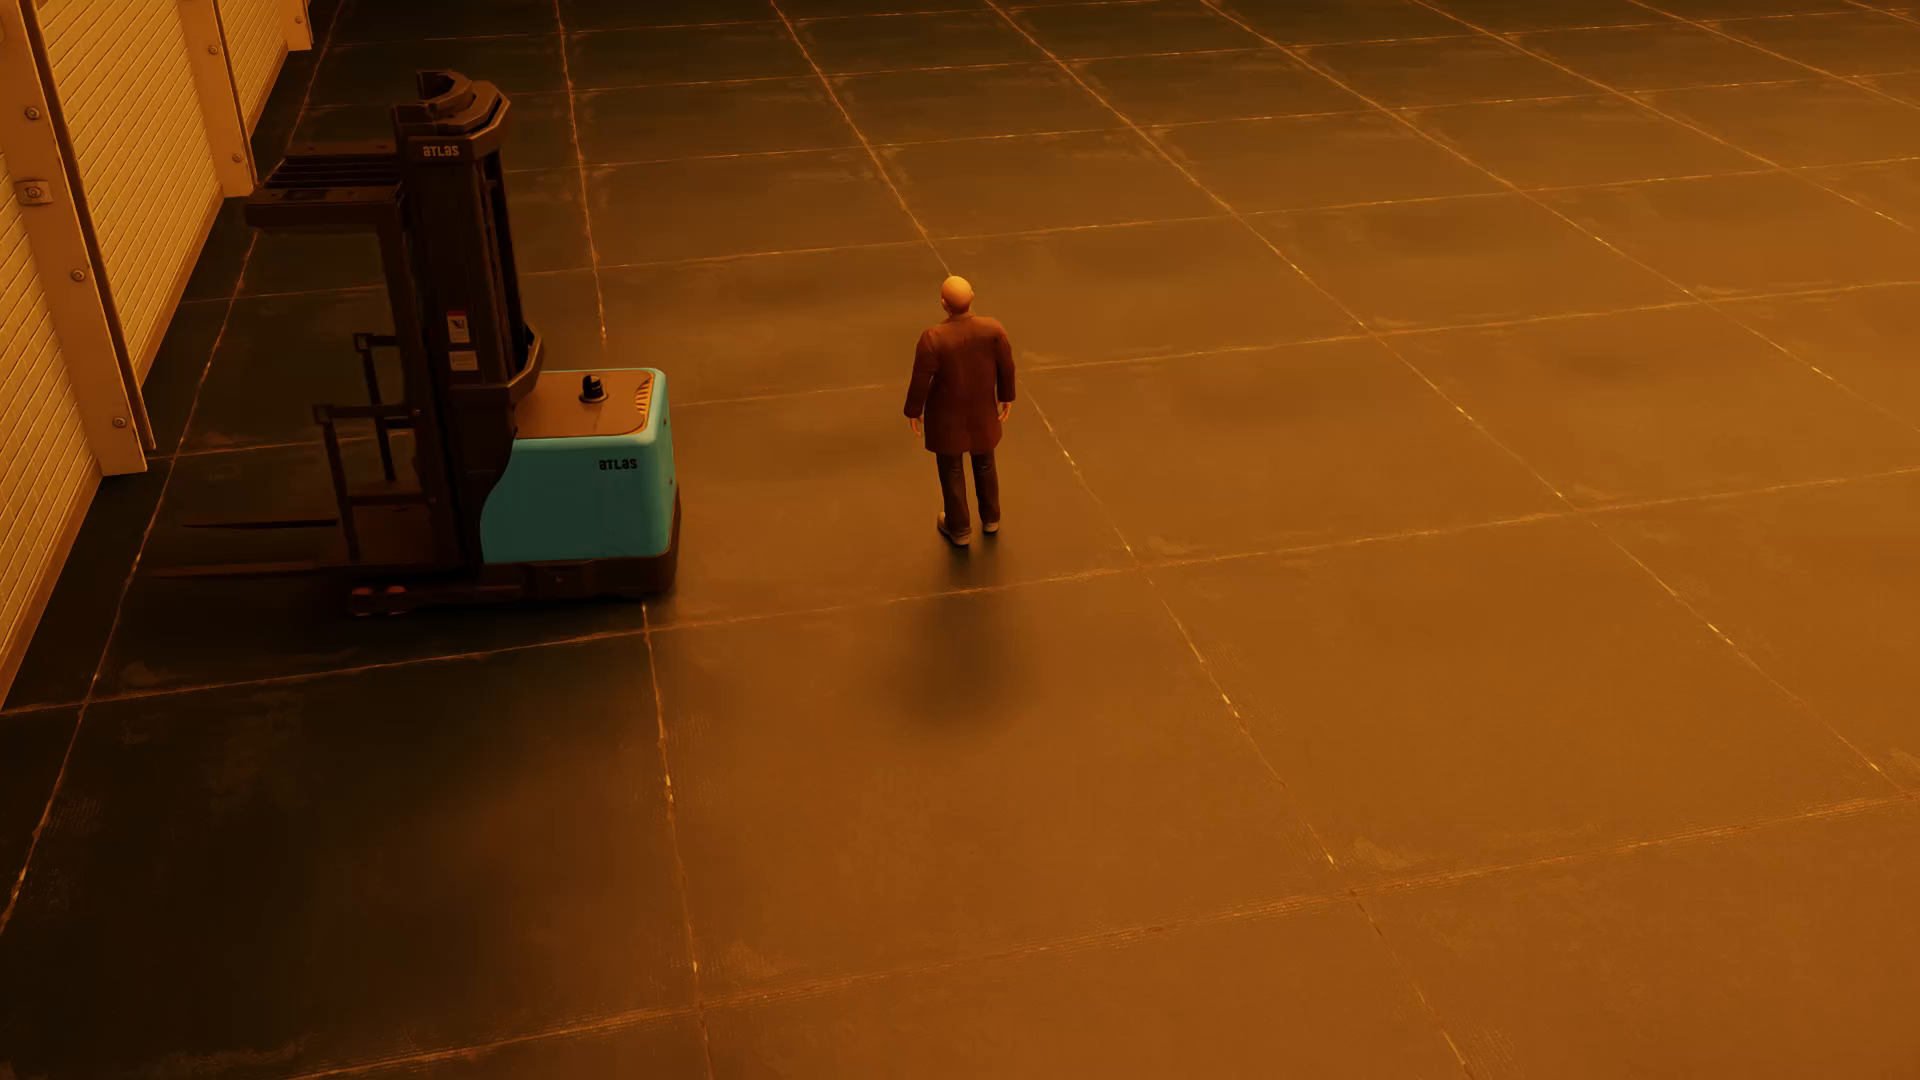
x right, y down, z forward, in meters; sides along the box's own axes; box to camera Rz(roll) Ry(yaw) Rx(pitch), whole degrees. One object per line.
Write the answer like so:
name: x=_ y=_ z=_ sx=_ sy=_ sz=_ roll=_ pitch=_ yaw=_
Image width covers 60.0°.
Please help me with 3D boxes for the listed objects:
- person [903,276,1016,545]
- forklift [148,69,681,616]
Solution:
person: x=-0.017 y=-0.820 z=10.128 sx=0.694 sy=1.776 sz=0.582 roll=-7 pitch=31 yaw=-12
forklift: x=-3.257 y=-1.099 z=9.473 sx=3.031 sy=2.935 sz=1.130 roll=-3 pitch=30 yaw=-4
